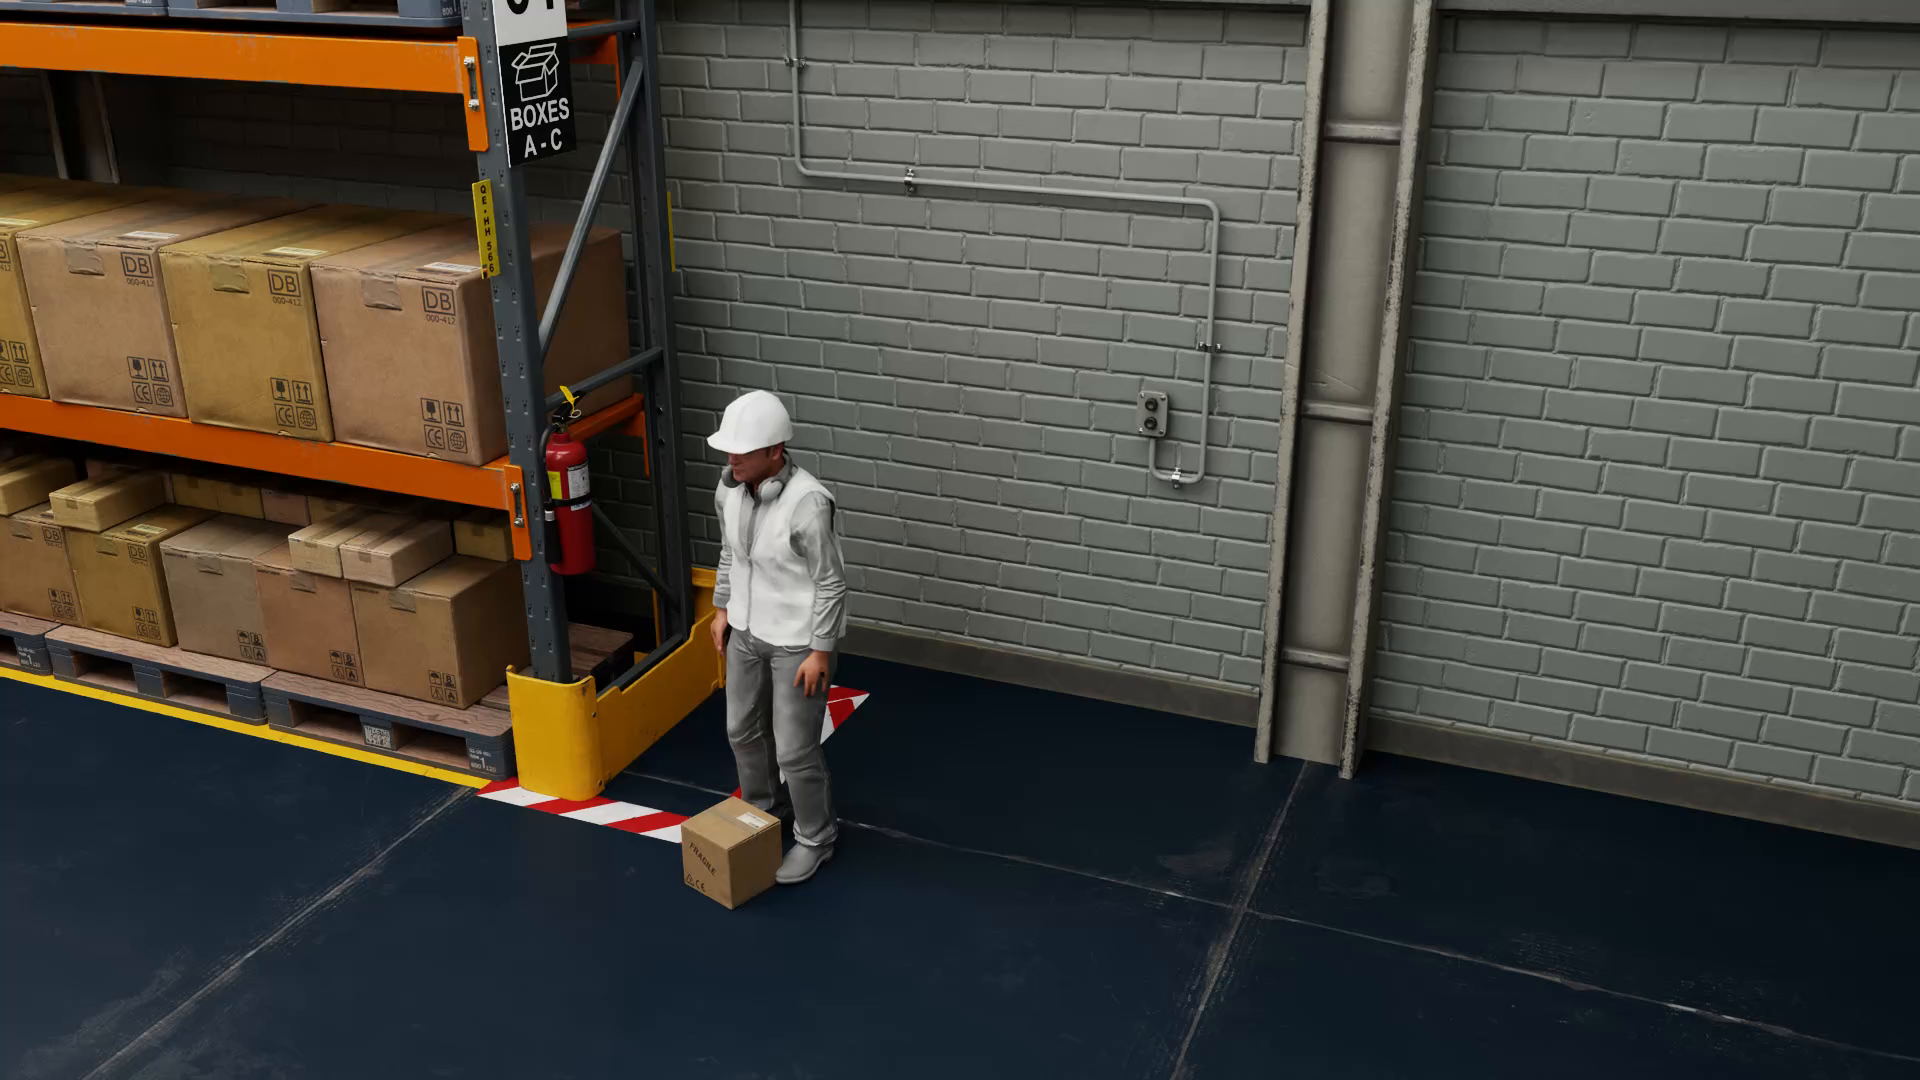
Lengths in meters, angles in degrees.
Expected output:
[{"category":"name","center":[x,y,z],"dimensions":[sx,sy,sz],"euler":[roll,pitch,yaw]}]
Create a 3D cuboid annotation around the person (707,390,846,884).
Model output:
[{"category":"person","center":[-0.637,0.323,5.763],"dimensions":[0.580,1.771,0.463],"euler":[19,29,39]}]
